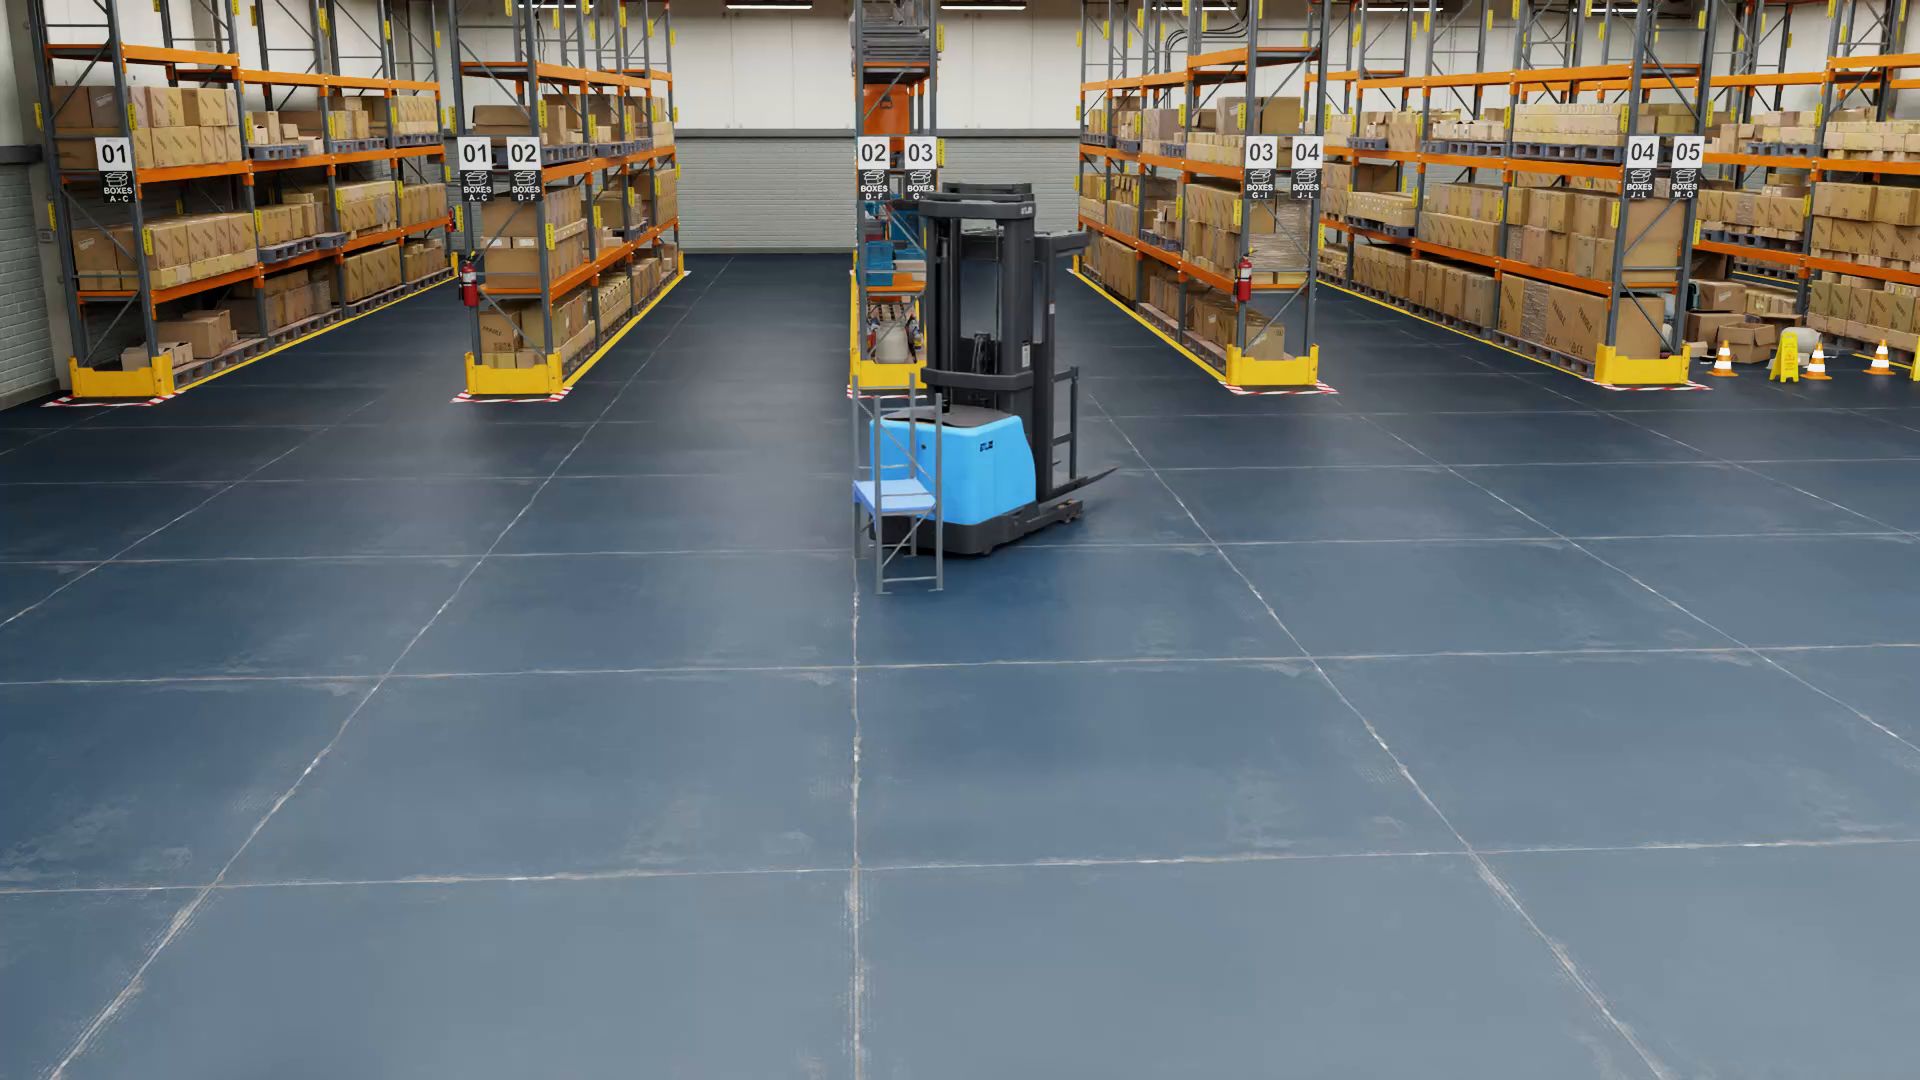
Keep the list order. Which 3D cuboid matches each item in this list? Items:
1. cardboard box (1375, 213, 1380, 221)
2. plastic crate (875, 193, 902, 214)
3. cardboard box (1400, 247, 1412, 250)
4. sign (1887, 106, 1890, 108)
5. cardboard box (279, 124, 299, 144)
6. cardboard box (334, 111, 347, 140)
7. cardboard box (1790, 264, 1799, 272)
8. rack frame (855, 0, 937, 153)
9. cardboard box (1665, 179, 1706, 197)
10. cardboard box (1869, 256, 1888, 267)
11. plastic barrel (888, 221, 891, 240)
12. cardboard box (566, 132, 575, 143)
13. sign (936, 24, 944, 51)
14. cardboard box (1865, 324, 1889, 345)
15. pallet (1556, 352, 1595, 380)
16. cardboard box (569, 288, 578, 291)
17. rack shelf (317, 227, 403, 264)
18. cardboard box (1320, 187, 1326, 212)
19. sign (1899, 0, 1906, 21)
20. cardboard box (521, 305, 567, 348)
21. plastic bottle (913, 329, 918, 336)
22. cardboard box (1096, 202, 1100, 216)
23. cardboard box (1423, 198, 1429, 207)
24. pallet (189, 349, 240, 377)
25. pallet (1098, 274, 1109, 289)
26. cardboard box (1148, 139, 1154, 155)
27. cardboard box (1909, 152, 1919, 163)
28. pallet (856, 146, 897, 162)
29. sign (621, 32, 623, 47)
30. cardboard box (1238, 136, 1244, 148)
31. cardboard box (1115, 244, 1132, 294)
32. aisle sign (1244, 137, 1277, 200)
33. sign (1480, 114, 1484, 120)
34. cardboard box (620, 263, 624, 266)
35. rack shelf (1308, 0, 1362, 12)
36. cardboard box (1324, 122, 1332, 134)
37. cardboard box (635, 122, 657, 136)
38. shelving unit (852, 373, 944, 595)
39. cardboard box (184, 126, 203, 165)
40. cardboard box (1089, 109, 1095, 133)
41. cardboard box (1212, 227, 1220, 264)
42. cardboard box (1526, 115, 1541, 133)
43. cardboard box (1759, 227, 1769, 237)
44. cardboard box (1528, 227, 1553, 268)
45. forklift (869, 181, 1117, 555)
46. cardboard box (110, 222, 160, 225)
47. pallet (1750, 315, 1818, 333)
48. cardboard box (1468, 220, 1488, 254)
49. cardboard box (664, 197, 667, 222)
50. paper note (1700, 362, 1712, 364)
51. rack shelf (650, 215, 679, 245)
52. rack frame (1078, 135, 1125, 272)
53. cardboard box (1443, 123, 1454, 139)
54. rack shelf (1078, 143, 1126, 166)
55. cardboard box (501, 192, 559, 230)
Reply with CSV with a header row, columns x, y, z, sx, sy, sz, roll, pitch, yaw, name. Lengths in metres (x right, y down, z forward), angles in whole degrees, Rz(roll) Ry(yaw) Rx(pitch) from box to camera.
x,y,z,sx,sy,sz,roll,pitch,yaw,name
8.046,-6.083,31.310,0.380,0.149,0.250,0,14,-2,cardboard box
-1.579,-7.394,36.553,0.616,0.435,0.499,-1,14,-3,plastic crate
8.726,-5.477,31.961,0.500,0.250,0.500,-2,15,-6,cardboard box
18.804,-8.644,33.754,0.100,0.325,0.005,-1,14,-3,sign
-11.191,-6.474,26.902,0.797,0.503,0.637,1,14,4,cardboard box
-11.373,-7.388,29.619,0.700,0.500,0.500,0,14,-1,cardboard box
17.900,-5.843,35.359,0.396,0.266,0.258,0,14,-1,cardboard box
-0.795,-6.354,20.664,1.000,3.000,0.127,-1,14,-3,rack frame
13.251,-6.325,30.383,0.500,0.500,0.500,-1,14,-5,cardboard box
13.604,-4.088,24.399,0.380,0.149,0.250,-1,14,-4,cardboard box
-0.988,-5.136,27.742,0.421,0.512,0.421,0,14,0,plastic barrel
-5.639,-5.675,23.423,0.380,0.149,0.250,-1,14,-3,cardboard box
-0.246,-6.261,20.719,0.100,0.325,0.005,-1,14,-3,sign
13.659,-3.006,24.366,0.500,0.250,0.500,-1,14,-5,cardboard box
8.978,-2.424,23.025,1.003,0.211,1.213,-1,14,-3,pallet
-6.365,-3.861,26.564,0.500,0.311,0.500,-1,14,-4,cardboard box
-11.303,-5.435,30.573,1.077,0.370,4.000,-1,14,-3,rack shelf
7.980,-7.251,35.392,0.500,0.500,0.500,-1,14,-5,cardboard box
14.334,-8.073,25.311,0.100,0.325,0.005,-1,14,-3,sign
-5.583,-2.870,22.330,0.500,0.500,0.500,-1,14,-3,cardboard box
-0.618,-2.882,23.800,0.097,0.271,0.097,0,14,0,plastic bottle
3.081,-6.816,34.201,0.500,0.250,0.500,0,14,-2,cardboard box
8.728,-6.248,30.758,0.380,0.149,0.250,-1,15,-6,cardboard box
-10.775,-2.470,23.202,1.003,0.211,1.213,-1,14,-3,pallet
3.436,-5.350,34.395,1.003,0.211,1.213,-1,14,-3,pallet
3.459,-6.647,28.121,0.500,0.250,0.500,-1,14,-2,cardboard box
13.687,-5.413,23.529,0.380,0.149,0.250,-1,14,-5,cardboard box
-0.901,-5.627,24.236,1.213,0.211,1.003,-1,14,-3,pallet
-7.272,-10.740,35.678,0.100,0.325,0.005,-1,14,-3,sign
3.820,-5.163,21.554,0.380,0.149,0.250,-1,14,-3,cardboard box
3.583,-5.083,31.185,1.225,0.875,0.875,-1,14,-3,cardboard box
3.853,-4.765,21.307,0.394,0.787,0.004,-1,14,-3,aisle sign
9.164,-7.315,29.219,0.100,0.325,0.005,-1,14,-3,sign
-6.628,-4.980,31.494,0.500,0.500,0.500,-1,14,-3,cardboard box
8.238,-11.225,34.369,1.077,0.370,4.000,-1,14,-3,rack shelf
7.967,-8.684,35.035,0.500,0.250,0.500,-1,14,-6,cardboard box
-6.265,-8.105,32.785,0.500,0.250,0.500,-1,14,-3,cardboard box
-0.491,-0.456,12.787,0.538,1.500,1.048,-3,15,-12,shelving unit
-10.542,-5.290,22.306,0.500,0.500,0.500,0,14,0,cardboard box
3.157,-8.987,35.673,0.700,0.500,0.500,-1,14,-5,cardboard box
4.003,-4.103,23.155,0.875,0.500,0.500,-1,14,-3,cardboard box
8.641,-6.096,24.341,0.500,0.250,0.500,-1,14,-4,cardboard box
13.414,-5.071,27.379,0.380,0.149,0.250,-1,14,-3,cardboard box
8.865,-4.280,24.341,0.875,0.550,0.550,-1,14,-3,cardboard box
0.434,-1.618,14.431,1.130,2.935,3.031,9,17,30,forklift
-10.982,-3.964,22.170,0.500,0.500,0.500,-1,14,-5,cardboard box
13.742,-3.517,27.270,1.003,0.211,1.213,-1,14,-3,pallet
8.527,-4.872,26.740,0.500,0.500,0.500,-1,14,-4,cardboard box
-6.306,-6.789,34.192,0.500,0.500,0.500,-1,14,-4,cardboard box
10.705,-2.544,23.856,0.144,0.017,0.142,4,15,16,paper note
-6.606,-6.507,34.740,1.077,0.370,4.000,-1,14,-3,rack shelf
3.157,-7.505,37.175,1.000,3.000,0.127,-1,14,-3,rack frame
8.466,-6.890,28.025,0.500,0.250,0.500,0,14,-2,cardboard box
3.281,-8.112,34.957,1.077,0.370,4.000,-1,14,-3,rack shelf
-5.829,-4.436,22.443,0.700,0.500,0.500,-1,14,-3,cardboard box
